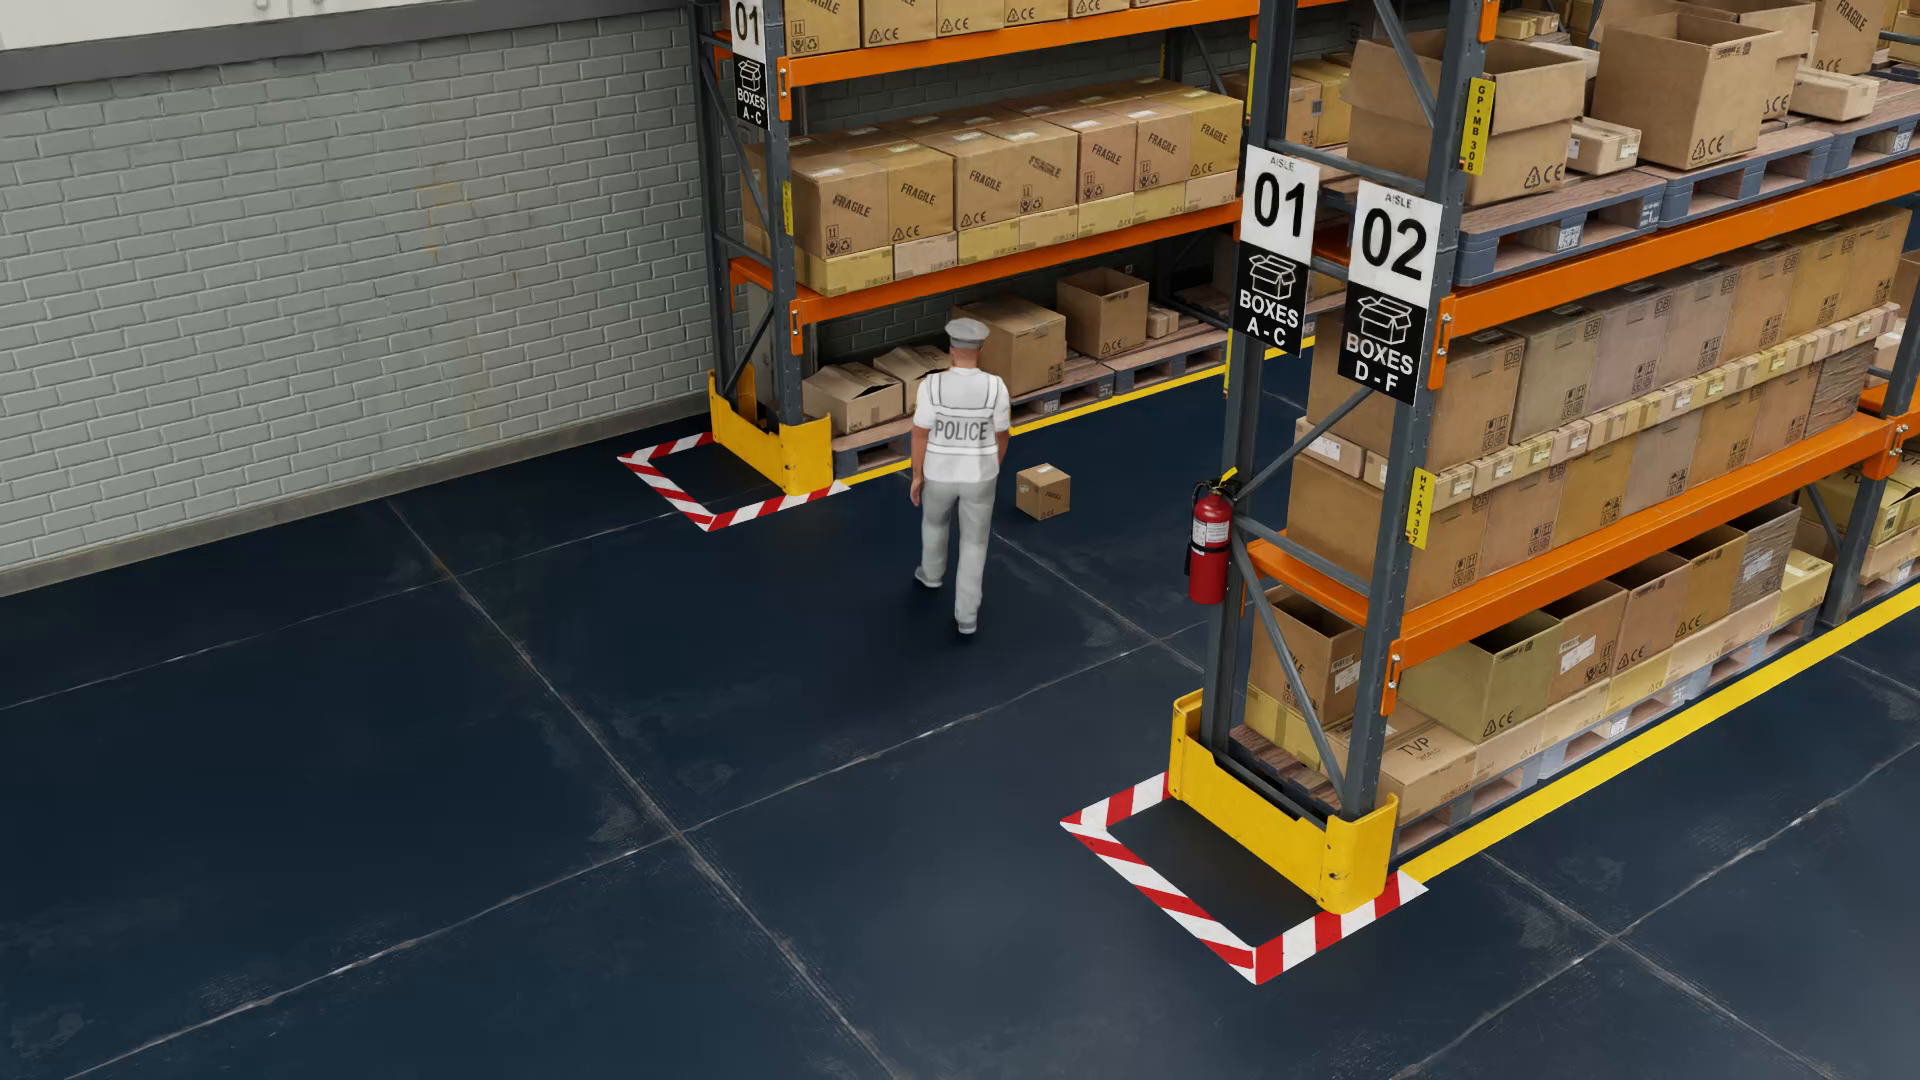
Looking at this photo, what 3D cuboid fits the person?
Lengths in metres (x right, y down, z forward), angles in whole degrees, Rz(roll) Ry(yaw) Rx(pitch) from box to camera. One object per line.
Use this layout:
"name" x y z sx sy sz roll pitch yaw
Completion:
"person" -0.009 -0.377 9.340 0.581 1.744 0.832 2 28 4
